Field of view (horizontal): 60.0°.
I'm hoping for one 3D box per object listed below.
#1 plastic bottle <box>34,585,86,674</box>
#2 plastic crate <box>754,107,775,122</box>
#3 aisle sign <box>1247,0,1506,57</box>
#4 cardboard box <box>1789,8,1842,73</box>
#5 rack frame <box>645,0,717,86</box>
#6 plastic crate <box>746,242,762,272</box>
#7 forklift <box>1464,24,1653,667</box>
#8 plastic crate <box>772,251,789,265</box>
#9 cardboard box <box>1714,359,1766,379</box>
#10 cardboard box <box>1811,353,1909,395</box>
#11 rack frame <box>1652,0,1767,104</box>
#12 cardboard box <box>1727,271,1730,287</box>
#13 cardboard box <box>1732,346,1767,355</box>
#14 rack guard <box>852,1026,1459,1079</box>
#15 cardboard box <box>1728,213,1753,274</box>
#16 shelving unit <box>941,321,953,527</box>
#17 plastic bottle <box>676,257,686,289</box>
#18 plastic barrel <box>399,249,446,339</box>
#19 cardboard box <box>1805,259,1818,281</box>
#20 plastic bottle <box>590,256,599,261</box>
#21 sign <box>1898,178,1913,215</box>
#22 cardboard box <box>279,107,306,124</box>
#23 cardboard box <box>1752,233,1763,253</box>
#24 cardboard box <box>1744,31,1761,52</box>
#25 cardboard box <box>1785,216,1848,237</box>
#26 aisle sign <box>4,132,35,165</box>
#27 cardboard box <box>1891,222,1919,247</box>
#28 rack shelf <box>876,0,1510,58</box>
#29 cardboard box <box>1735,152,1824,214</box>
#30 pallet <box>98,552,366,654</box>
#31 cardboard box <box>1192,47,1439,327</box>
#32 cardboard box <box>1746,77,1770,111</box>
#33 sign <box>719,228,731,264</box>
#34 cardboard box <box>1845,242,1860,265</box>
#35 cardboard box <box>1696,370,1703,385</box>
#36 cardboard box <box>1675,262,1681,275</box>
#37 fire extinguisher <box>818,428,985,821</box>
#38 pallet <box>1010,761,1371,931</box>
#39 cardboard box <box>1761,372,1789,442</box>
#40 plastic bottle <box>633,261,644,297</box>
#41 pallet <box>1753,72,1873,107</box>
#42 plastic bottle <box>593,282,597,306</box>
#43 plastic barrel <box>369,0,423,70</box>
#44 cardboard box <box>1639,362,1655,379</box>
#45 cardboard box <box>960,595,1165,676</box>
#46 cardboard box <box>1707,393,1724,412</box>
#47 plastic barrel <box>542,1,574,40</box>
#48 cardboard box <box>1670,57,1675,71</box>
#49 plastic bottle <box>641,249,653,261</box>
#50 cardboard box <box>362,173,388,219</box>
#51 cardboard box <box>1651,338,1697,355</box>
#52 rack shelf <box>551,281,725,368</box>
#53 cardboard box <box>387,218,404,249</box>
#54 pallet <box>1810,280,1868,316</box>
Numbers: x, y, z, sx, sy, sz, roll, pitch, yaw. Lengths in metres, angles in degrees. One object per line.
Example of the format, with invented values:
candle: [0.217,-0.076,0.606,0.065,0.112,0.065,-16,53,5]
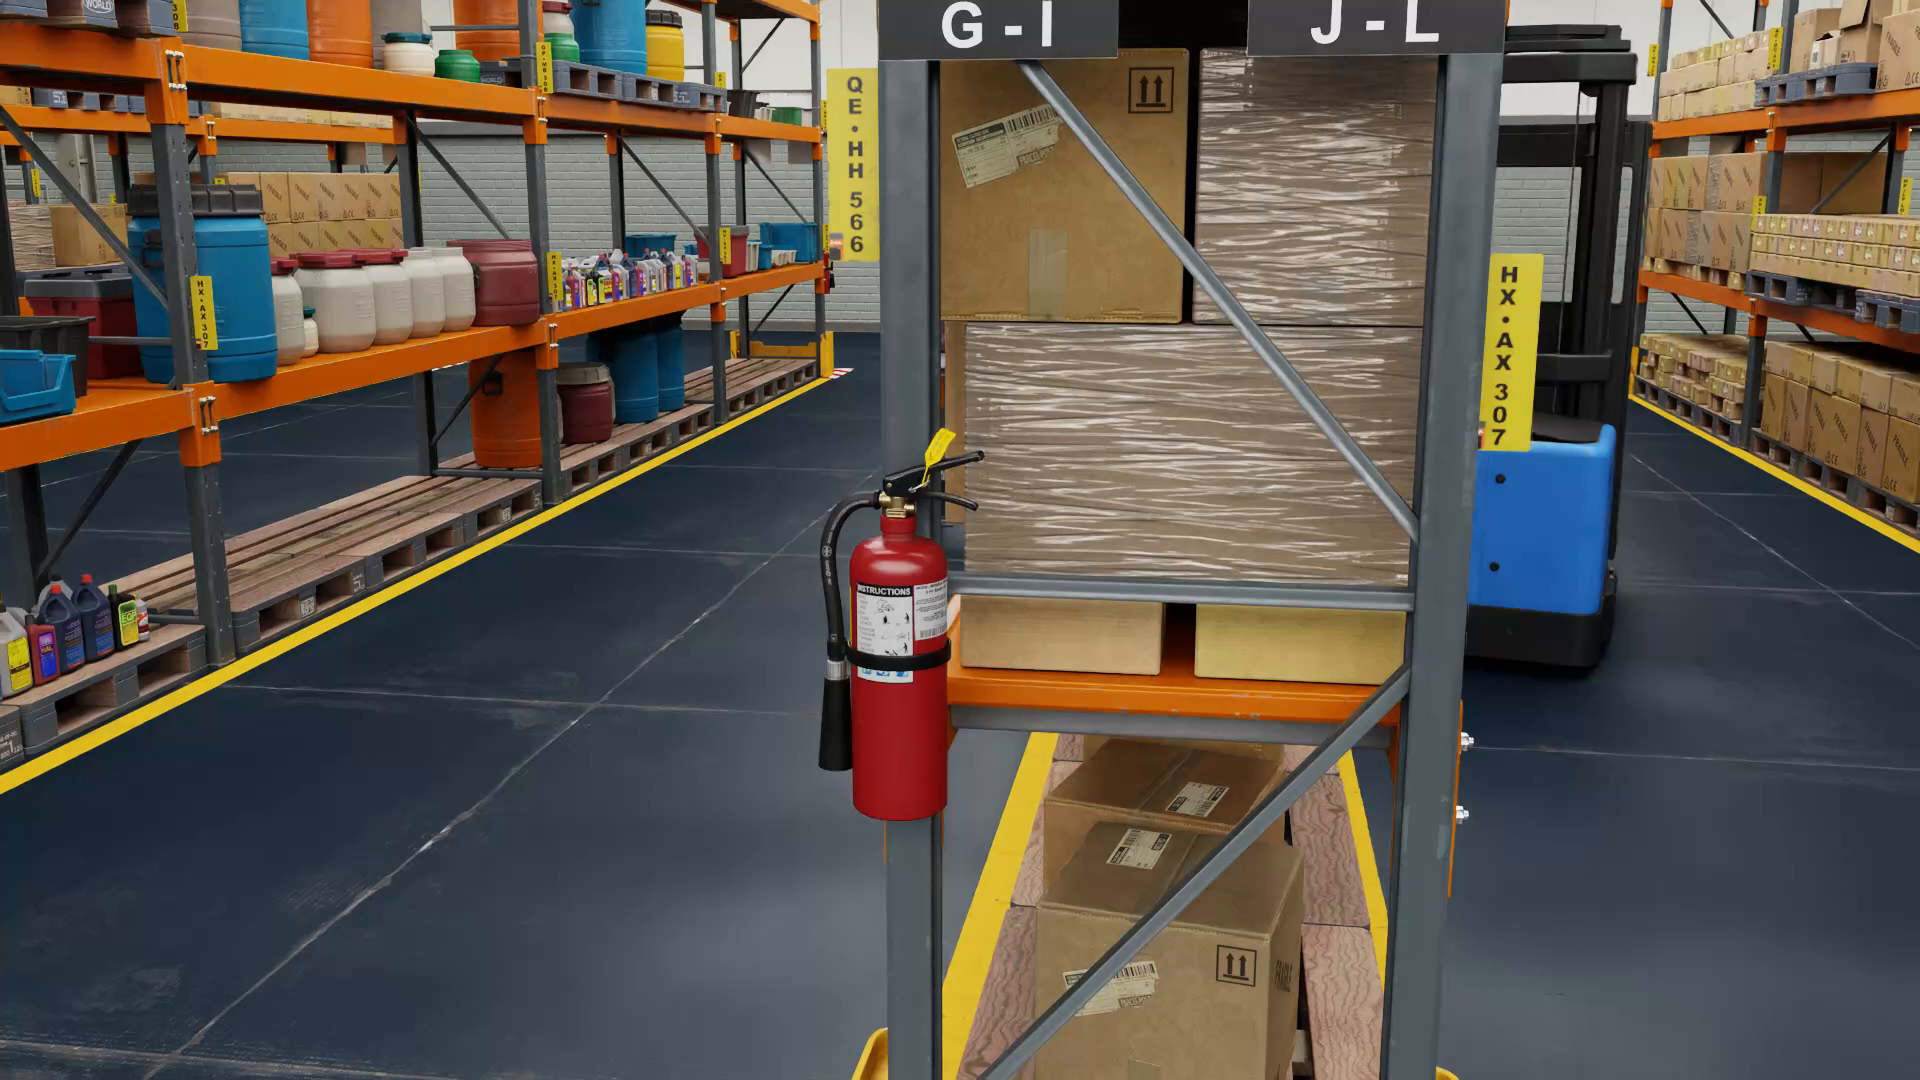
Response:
plastic bottle: [-3.756,0.367,6.916,0.144,0.351,0.185,1,12,6]
plastic crate: [-2.140,-4.294,16.804,0.437,0.136,0.530,2,12,9]
aisle sign: [0.653,-1.152,2.547,0.394,0.787,0.004,2,12,9]
cardboard box: [6.930,-3.865,12.953,0.700,0.500,0.500,2,12,9]
rack frame: [-2.682,-5.495,14.629,1.000,3.000,0.127,2,12,9]
plastic crate: [-2.265,-2.845,16.715,0.437,0.282,0.530,2,12,9]
forklift: [2.959,-1.120,8.735,1.130,2.935,3.031,5,13,22]
plastic crate: [-2.072,-3.060,18.054,0.396,0.136,0.243,2,12,9]
cardboard box: [6.926,-1.511,14.744,0.380,0.149,0.250,2,12,8]
cardboard box: [6.560,-1.207,12.133,0.500,0.250,0.500,2,12,11]
rack frame: [7.713,-5.985,16.905,1.000,3.000,0.127,2,12,9]
cardboard box: [6.942,-2.275,14.525,0.380,0.149,0.250,2,12,11]
cardboard box: [7.633,-1.767,15.931,0.380,0.149,0.250,1,12,7]
rack guard: [0.378,1.303,3.262,1.175,0.500,0.348,2,12,9]
cardboard box: [6.893,-2.524,14.141,0.500,0.500,0.500,2,12,9]
shelving unit: [0.025,-1.061,10.432,0.431,2.100,0.503,2,12,9]
plastic bottle: [-2.480,-2.333,14.492,0.152,0.276,0.135,2,12,9]
plastic barrel: [-3.309,-1.475,9.953,0.421,0.512,0.421,0,12,0]
cardboard box: [6.387,-1.963,12.082,0.380,0.149,0.250,2,12,8]
plastic bottle: [-3.186,-2.341,14.531,0.152,0.276,0.135,2,12,9]
sign: [7.646,-2.769,13.471,0.100,0.325,0.005,2,12,9]
cardboard box: [-7.097,-4.417,17.107,0.500,0.250,0.500,2,12,9]
cardboard box: [6.582,-2.381,13.313,0.380,0.149,0.250,2,12,10]
cardboard box: [6.902,-4.234,14.121,0.380,0.149,0.250,2,12,9]
cardboard box: [6.463,-2.363,12.523,0.380,0.149,0.250,2,12,8]
aisle sign: [-11.549,-4.992,20.365,0.394,0.787,0.004,2,12,9]
cardboard box: [6.145,-1.929,10.514,0.380,0.149,0.250,2,12,8]
rack shelf: [0.674,-1.435,4.617,1.077,0.370,4.000,2,12,9]
cardboard box: [6.902,-3.009,14.021,0.500,0.500,0.500,1,12,7]
pallet: [-3.830,0.302,8.592,1.003,0.211,1.213,2,12,9]
cardboard box: [0.720,-0.692,3.269,0.500,0.500,0.500,2,12,9]
cardboard box: [6.906,-3.724,13.888,0.500,0.250,0.500,2,12,10]
sign: [-2.139,-2.679,15.148,0.100,0.325,0.005,2,12,9]
cardboard box: [6.265,-1.947,11.301,0.380,0.149,0.250,2,12,8]
cardboard box: [7.101,-1.524,15.507,0.380,0.149,0.250,1,12,6]
cardboard box: [7.342,-2.706,16.525,0.380,0.149,0.250,2,12,11]
fire extinguisher: [-0.107,0.143,2.893,0.296,0.674,0.183,2,12,9]
pallet: [0.728,1.023,5.247,1.003,0.211,1.213,2,12,9]
cardboard box: [6.722,-1.058,13.219,0.500,0.500,0.500,2,12,11]
plastic bottle: [-2.604,-2.105,13.420,0.061,0.283,0.133,2,12,9]
pallet: [6.897,-3.469,12.797,1.213,0.211,1.003,2,12,9]
plastic bottle: [-2.775,-1.859,12.472,0.097,0.201,0.097,0,12,0]
plastic barrel: [-3.638,-3.277,10.268,0.600,0.901,0.600,0,12,0]
cardboard box: [7.316,-1.765,17.335,0.380,0.149,0.250,2,12,10]
cardboard box: [0.206,0.153,3.258,0.380,0.149,0.250,2,12,9]
cardboard box: [6.920,-1.233,14.863,0.380,0.149,0.250,1,12,7]
plastic barrel: [-3.174,-3.841,12.758,0.433,0.535,0.433,0,12,0]
cardboard box: [7.438,-4.825,16.864,0.380,0.149,0.250,2,12,8]
plastic bottle: [-2.671,-2.302,14.173,0.144,0.351,0.185,2,12,9]
cardboard box: [-6.834,-3.887,18.798,0.500,0.500,0.500,2,12,10]
cardboard box: [7.207,-1.947,16.767,0.380,0.149,0.250,2,12,8]
rack shelf: [-2.990,-1.794,13.405,1.077,0.370,4.000,2,12,9]
cardboard box: [-6.761,-3.503,19.389,0.500,0.500,0.500,2,12,10]
pallet: [6.746,-1.707,11.748,1.003,0.211,1.213,2,12,9]
